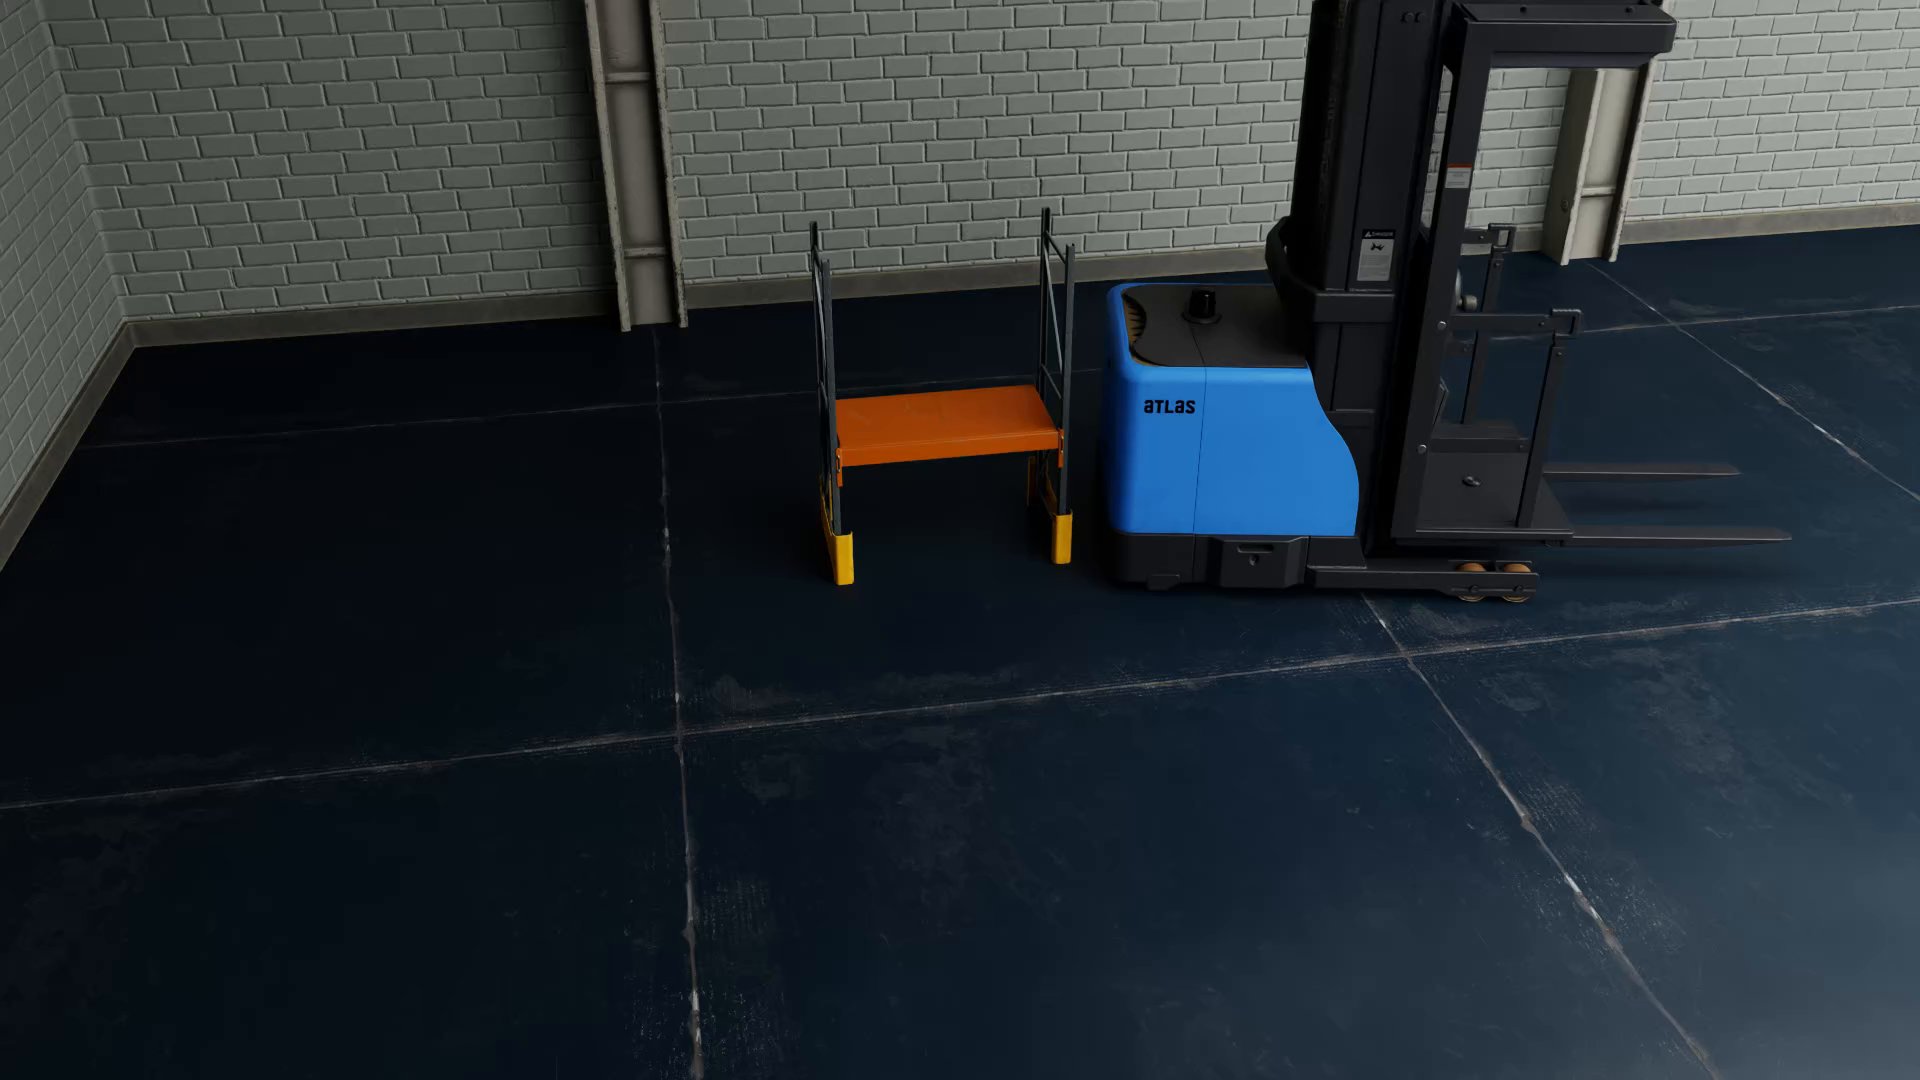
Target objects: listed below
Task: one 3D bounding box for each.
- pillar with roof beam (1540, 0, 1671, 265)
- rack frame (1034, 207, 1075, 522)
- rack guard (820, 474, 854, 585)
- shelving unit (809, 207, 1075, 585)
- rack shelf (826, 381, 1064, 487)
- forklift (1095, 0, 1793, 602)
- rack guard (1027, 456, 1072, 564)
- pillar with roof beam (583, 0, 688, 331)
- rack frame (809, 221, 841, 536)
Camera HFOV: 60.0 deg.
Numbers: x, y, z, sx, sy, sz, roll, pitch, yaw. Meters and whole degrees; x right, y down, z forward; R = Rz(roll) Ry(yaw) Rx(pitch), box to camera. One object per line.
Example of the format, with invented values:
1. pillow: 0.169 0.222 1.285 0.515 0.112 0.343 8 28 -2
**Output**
1. pillar with roof beam: 4.835 -3.610 5.012 0.400 9.000 9.100 -5 31 -9
2. rack frame: 0.416 -0.685 7.436 0.032 1.500 0.500 -5 31 -9
3. rack guard: -0.565 -0.055 7.597 0.087 0.250 0.587 -5 31 -9
4. shelving unit: -0.075 -0.640 7.358 1.083 1.500 0.587 -5 31 -9
5. rack shelf: -0.084 -0.484 7.448 1.000 0.185 0.538 -5 31 -9
6. forklift: 2.164 -1.265 7.010 3.031 2.935 1.130 1 30 1
7. rack guard: 0.415 -0.146 7.752 0.087 0.250 0.587 -5 31 -9
8. pillar with roof beam: -1.067 -3.063 4.080 0.400 9.000 9.100 -5 31 -9
9. rack frame: -0.584 -0.592 7.278 0.032 1.500 0.500 -5 31 -9
